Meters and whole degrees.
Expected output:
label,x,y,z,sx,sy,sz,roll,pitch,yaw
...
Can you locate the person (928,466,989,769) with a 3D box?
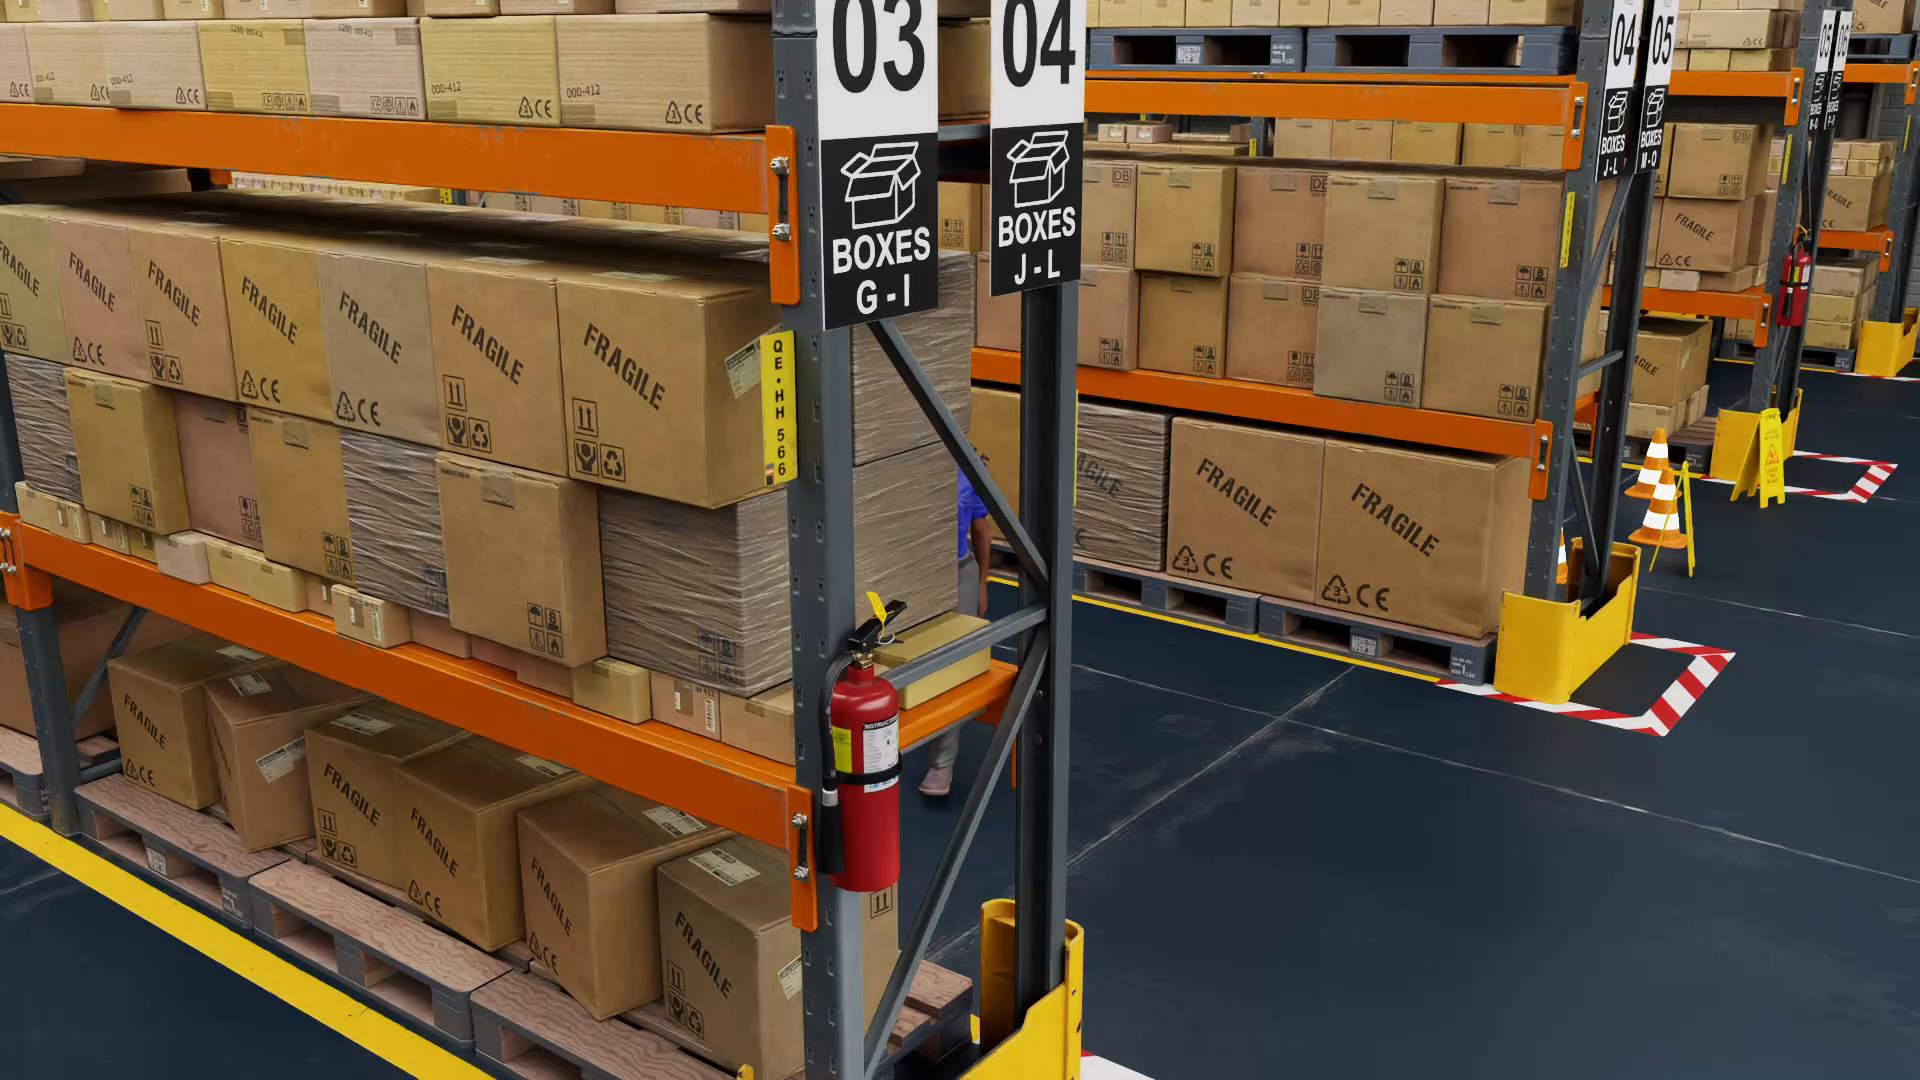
label,x,y,z,sx,sy,sz,roll,pitch,yaw
person,-0.116,0.138,6.967,0.482,1.577,0.616,2,17,8
